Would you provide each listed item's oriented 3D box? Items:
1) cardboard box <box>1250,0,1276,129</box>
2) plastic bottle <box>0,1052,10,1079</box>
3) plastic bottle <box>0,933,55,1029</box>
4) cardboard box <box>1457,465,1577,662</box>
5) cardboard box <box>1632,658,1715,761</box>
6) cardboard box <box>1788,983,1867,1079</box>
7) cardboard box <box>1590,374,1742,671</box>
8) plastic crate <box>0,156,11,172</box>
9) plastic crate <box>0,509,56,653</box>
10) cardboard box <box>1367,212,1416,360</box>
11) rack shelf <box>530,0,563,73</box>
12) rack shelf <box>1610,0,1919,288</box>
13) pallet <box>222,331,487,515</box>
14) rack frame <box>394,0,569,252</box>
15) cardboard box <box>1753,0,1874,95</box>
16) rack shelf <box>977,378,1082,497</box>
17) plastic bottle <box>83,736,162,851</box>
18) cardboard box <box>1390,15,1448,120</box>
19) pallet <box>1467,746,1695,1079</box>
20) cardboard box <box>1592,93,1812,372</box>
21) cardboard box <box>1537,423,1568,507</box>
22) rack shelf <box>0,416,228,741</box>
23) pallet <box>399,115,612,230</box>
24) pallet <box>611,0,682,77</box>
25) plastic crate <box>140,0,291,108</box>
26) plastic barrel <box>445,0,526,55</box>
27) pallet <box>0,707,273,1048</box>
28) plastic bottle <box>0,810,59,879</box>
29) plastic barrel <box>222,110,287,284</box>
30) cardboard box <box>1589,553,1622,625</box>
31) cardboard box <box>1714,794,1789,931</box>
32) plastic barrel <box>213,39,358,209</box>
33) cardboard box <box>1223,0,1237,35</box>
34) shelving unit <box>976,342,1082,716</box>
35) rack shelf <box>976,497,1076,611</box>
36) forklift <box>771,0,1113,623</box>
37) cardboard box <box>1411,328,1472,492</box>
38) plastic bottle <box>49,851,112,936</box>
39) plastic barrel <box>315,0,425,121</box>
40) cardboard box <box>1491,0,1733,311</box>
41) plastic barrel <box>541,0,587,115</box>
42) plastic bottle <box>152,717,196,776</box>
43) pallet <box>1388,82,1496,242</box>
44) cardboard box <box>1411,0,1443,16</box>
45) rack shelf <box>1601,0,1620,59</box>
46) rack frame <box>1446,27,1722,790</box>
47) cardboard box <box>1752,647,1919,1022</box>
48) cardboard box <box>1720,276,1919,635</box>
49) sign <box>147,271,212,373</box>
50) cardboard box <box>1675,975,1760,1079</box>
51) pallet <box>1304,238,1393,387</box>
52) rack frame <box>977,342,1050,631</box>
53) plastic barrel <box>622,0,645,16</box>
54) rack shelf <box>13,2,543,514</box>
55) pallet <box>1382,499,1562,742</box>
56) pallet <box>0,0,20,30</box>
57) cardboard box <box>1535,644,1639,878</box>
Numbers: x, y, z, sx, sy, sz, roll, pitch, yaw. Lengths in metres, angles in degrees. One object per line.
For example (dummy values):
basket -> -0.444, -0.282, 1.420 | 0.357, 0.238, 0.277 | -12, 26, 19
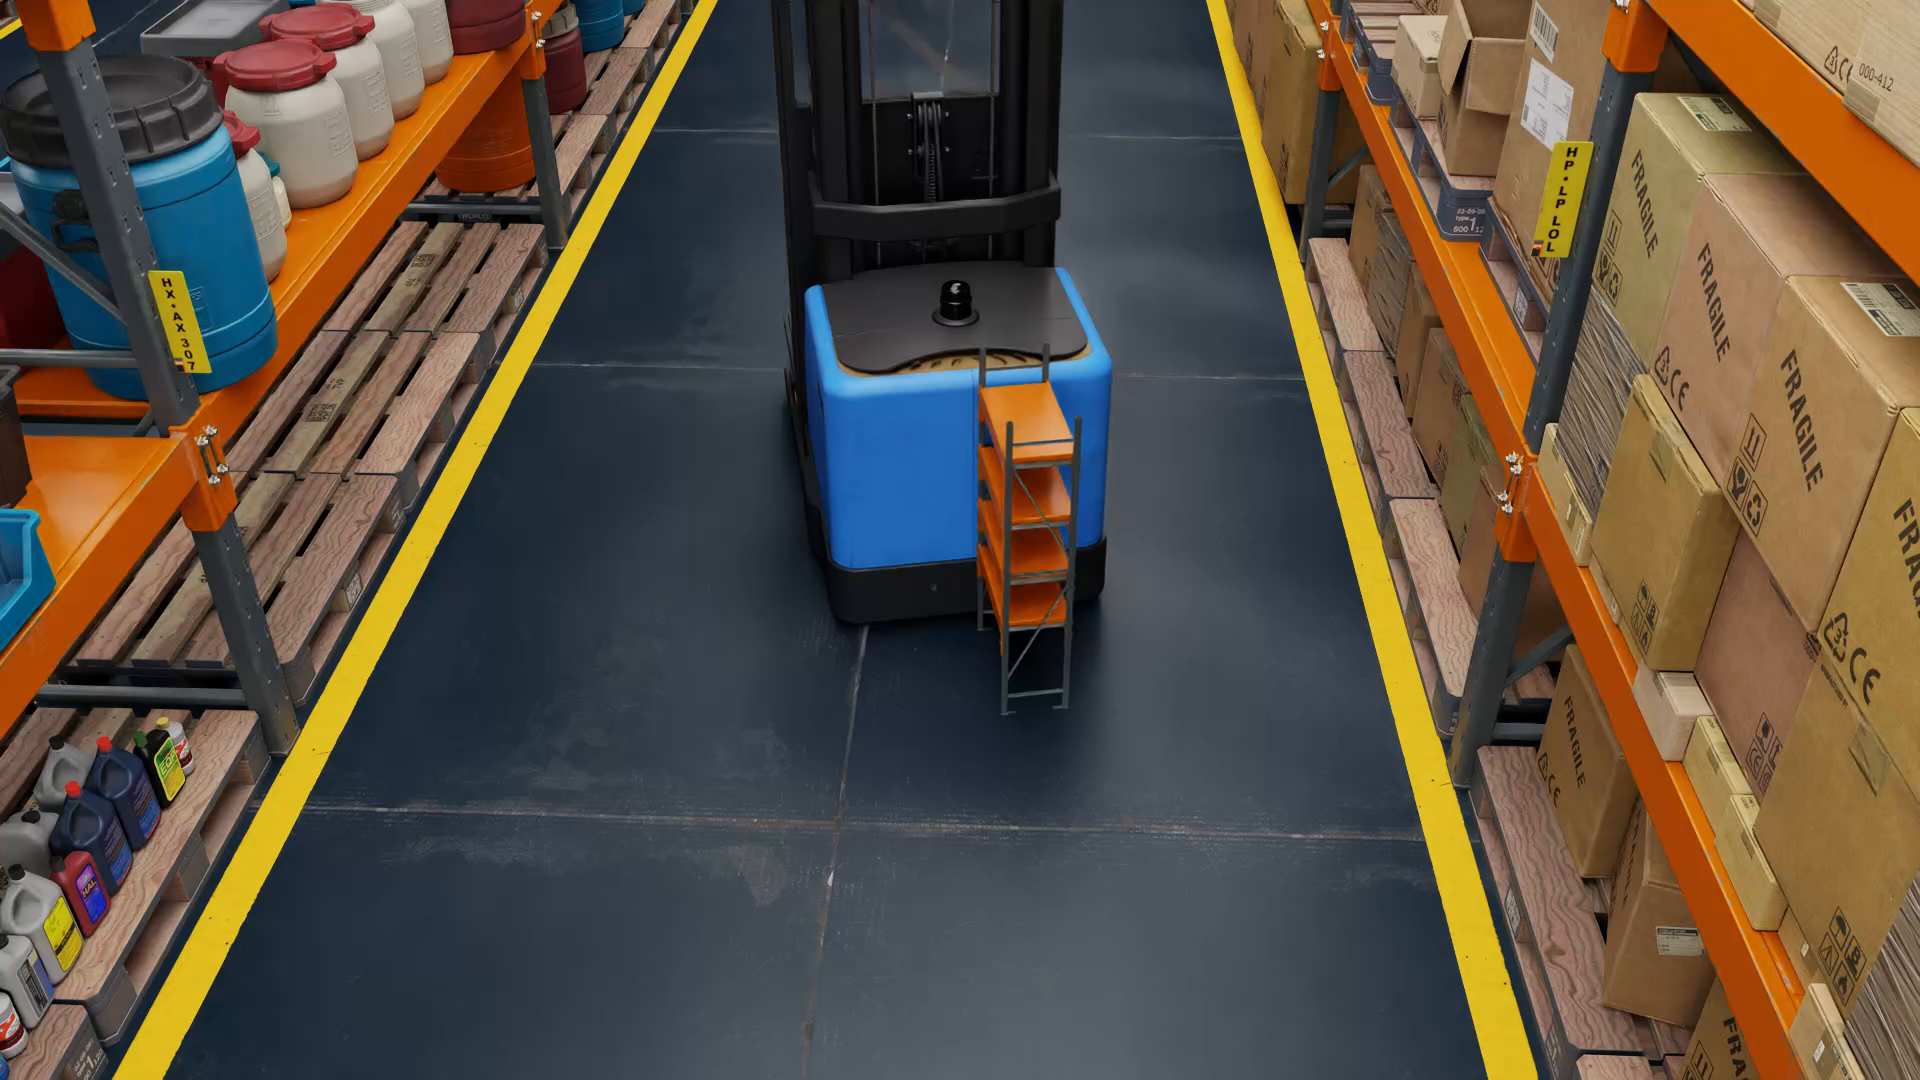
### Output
cardboard box -> 2.405, -2.926, 9.787 | 1.225, 0.875, 0.875 | 1, 35, 2
plastic bottle -> -2.547, 1.298, 4.285 | 0.097, 0.271, 0.097 | 0, 35, 0
plastic bottle -> -2.565, 1.169, 4.465 | 0.152, 0.276, 0.135 | 2, 35, 3
cardboard box -> 2.199, 0.073, 5.828 | 0.700, 0.500, 0.500 | -1, 35, -2
cardboard box -> 1.786, 0.376, 3.824 | 0.380, 0.149, 0.250 | 1, 35, 2
cardboard box -> 1.753, 0.951, 3.006 | 0.380, 0.149, 0.250 | 1, 35, 2
cardboard box -> 2.018, -0.036, 3.847 | 0.875, 0.500, 0.500 | 1, 35, 2
plastic crate -> -3.063, -1.166, 5.814 | 0.392, 0.384, 0.575 | 1, 35, 2
plastic crate -> -2.569, 0.172, 4.027 | 0.499, 0.251, 0.616 | 1, 35, 2
cardboard box -> 2.297, -1.168, 7.595 | 0.700, 0.500, 0.500 | -1, 35, -2
rack shelf -> -2.555, -3.684, 10.009 | 1.077, 0.370, 4.000 | 1, 35, 2
rack shelf -> 2.072, -0.201, 2.444 | 1.077, 0.370, 4.000 | 1, 35, 2
pallet -> -2.757, -0.545, 7.342 | 1.003, 0.211, 1.213 | 1, 35, 2
rack frame -> -2.636, -2.830, 8.167 | 1.000, 3.000, 0.127 | 1, 35, 2
cardboard box -> 1.863, -1.026, 3.123 | 0.500, 0.250, 0.500 | 1, 35, 1
rack shelf -> 0.224, -0.345, 5.514 | 0.258, 0.148, 0.480 | -5, 35, -8
plastic bottle -> -2.534, 0.749, 4.997 | 0.144, 0.351, 0.185 | 0, 35, 1
cardboard box -> 2.016, -1.868, 6.564 | 0.500, 0.250, 0.500 | 0, 35, 1
pallet -> 2.161, 1.111, 4.986 | 1.003, 0.211, 1.213 | 1, 35, 2
cardboard box -> 1.881, -0.736, 3.973 | 0.500, 0.500, 0.500 | 1, 35, 2
cardboard box -> 1.844, -0.198, 4.641 | 0.380, 0.149, 0.250 | 1, 35, 2
rack shelf -> -2.877, 0.912, 3.469 | 1.077, 0.370, 4.000 | 1, 35, 2
pallet -> -2.646, -2.143, 9.615 | 1.003, 0.211, 1.213 | 1, 35, 2
pallet -> -2.548, -3.544, 11.610 | 1.003, 0.211, 1.213 | 1, 35, 2
plastic crate -> -3.006, -1.934, 6.838 | 0.402, 0.464, 0.583 | 1, 35, 2
plastic barrel -> -2.351, -2.612, 7.739 | 0.600, 0.536, 0.708 | 1, 35, 2
pallet -> -2.865, 0.994, 5.152 | 1.003, 0.211, 1.213 | 1, 35, 2
plastic bottle -> -2.691, 0.901, 4.846 | 0.152, 0.276, 0.135 | 1, 35, 2
plastic barrel -> -2.539, -1.132, 5.633 | 0.433, 0.535, 0.433 | 0, 35, 0
cardboard box -> 1.838, 0.090, 4.232 | 0.380, 0.149, 0.250 | 1, 35, 2
cardboard box -> 1.797, 0.664, 3.414 | 0.380, 0.149, 0.250 | 1, 35, 2
plastic barrel -> -2.509, -1.553, 6.233 | 0.433, 0.535, 0.433 | 0, 35, 0
cardboard box -> 2.468, -3.948, 11.241 | 1.225, 0.875, 0.875 | 1, 35, 2
shelving unit -> 0.224, -0.024, 5.740 | 0.258, 1.200, 0.503 | -5, 35, -8
rack shelf -> 0.224, 0.031, 5.779 | 0.258, 0.148, 0.480 | -5, 35, -8
forklift -> -0.198, -1.729, 6.662 | 1.130, 2.935, 3.031 | -5, 35, -8
cardboard box -> 2.259, -0.522, 6.675 | 0.700, 0.500, 0.500 | -2, 35, -2
plastic bottle -> -2.507, 0.981, 4.725 | 0.061, 0.283, 0.133 | 4, 35, 5
plastic barrel -> -2.480, -2.037, 6.943 | 0.421, 0.512, 0.421 | 0, 35, 0
cardboard box -> 2.325, -1.288, 5.086 | 1.000, 1.000, 1.000 | 2, 35, 2
plastic barrel -> -2.588, -2.945, 10.064 | 0.600, 0.588, 0.708 | 1, 35, 2
plastic bottle -> -2.499, 0.649, 5.269 | 0.097, 0.201, 0.097 | 0, 35, 0
pallet -> 2.275, -1.498, 6.440 | 1.003, 0.211, 1.213 | 1, 35, 2
cardboard box -> 2.332, -2.617, 7.412 | 0.500, 0.500, 0.500 | -3, 35, -4
rack shelf -> 2.233, -2.499, 5.714 | 1.077, 0.370, 4.000 | 1, 35, 2
rack frame -> 2.153, -0.417, 4.735 | 1.000, 3.000, 0.127 | 1, 35, 2
cardboard box -> 2.037, 0.540, 3.027 | 0.875, 0.500, 0.500 | 1, 35, 2
cardboard box -> 1.841, -0.161, 3.156 | 0.500, 0.500, 0.500 | 1, 35, 2
sign -> -2.247, -0.626, 4.791 | 0.100, 0.325, 0.005 | 1, 35, 2
cardboard box -> 2.135, 1.351, 4.028 | 0.500, 0.500, 0.500 | -2, 35, -2
pallet -> 2.281, -1.125, 8.168 | 1.003, 0.211, 1.213 | 1, 35, 2
rack frame -> 0.184, -0.162, 5.937 | 0.240, 1.200, 0.015 | -5, 35, -8
plastic barrel -> -2.514, -4.129, 11.476 | 0.600, 0.901, 0.708 | 1, 35, 2
rack shelf -> -2.716, -1.386, 6.739 | 1.077, 0.370, 4.000 | 1, 35, 2
pallet -> 2.183, 0.277, 6.173 | 1.003, 0.211, 1.213 | 1, 35, 2
pallet -> -7.419, -3.635, 11.739 | 1.003, 0.211, 1.213 | 1, 35, 2
cardboard box -> 2.097, 0.663, 5.007 | 0.500, 0.500, 0.500 | 0, 35, 0
